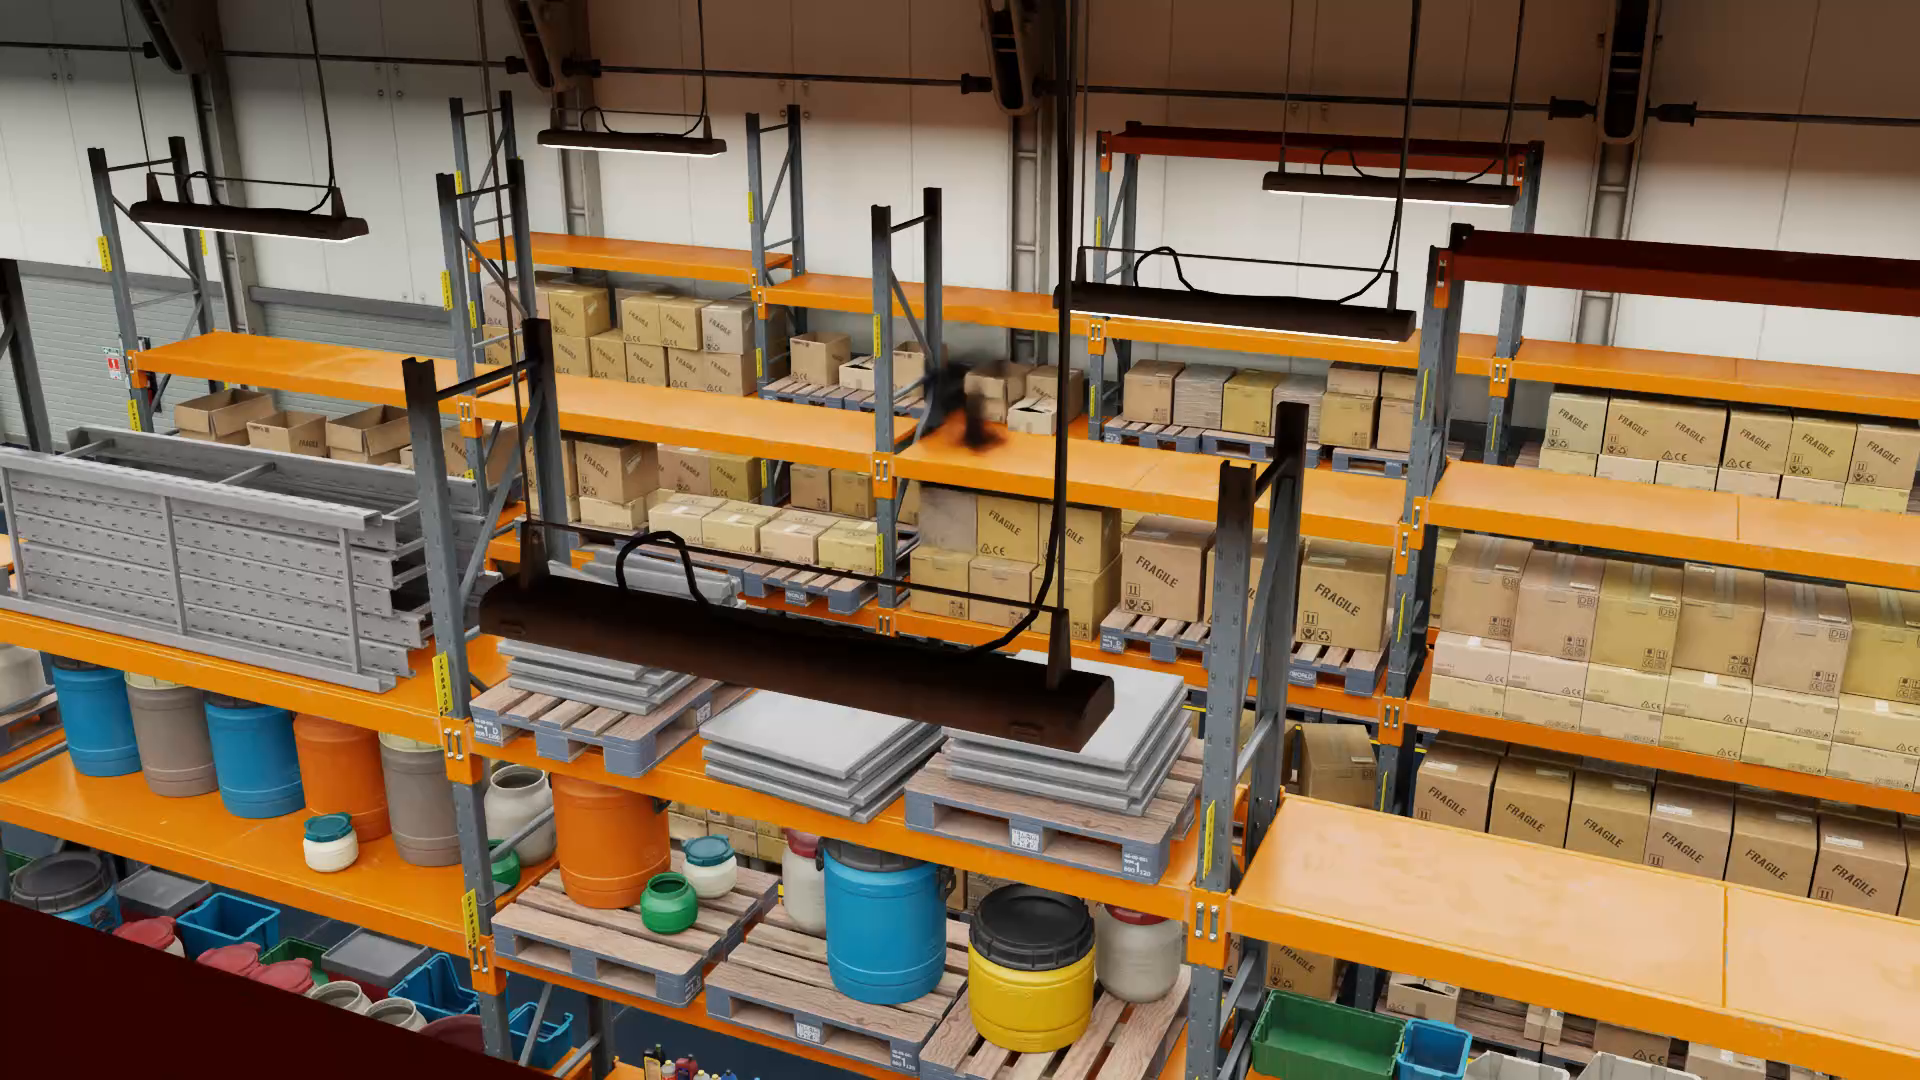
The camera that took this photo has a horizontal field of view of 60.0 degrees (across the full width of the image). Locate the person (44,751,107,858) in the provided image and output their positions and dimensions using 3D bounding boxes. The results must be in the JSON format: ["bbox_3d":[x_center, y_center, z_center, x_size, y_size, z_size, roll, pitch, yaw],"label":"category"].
[{"bbox_3d":[-7.108,2.521,13.564,0.779,1.781,0.638,7,22,19],"label":"person"}]
